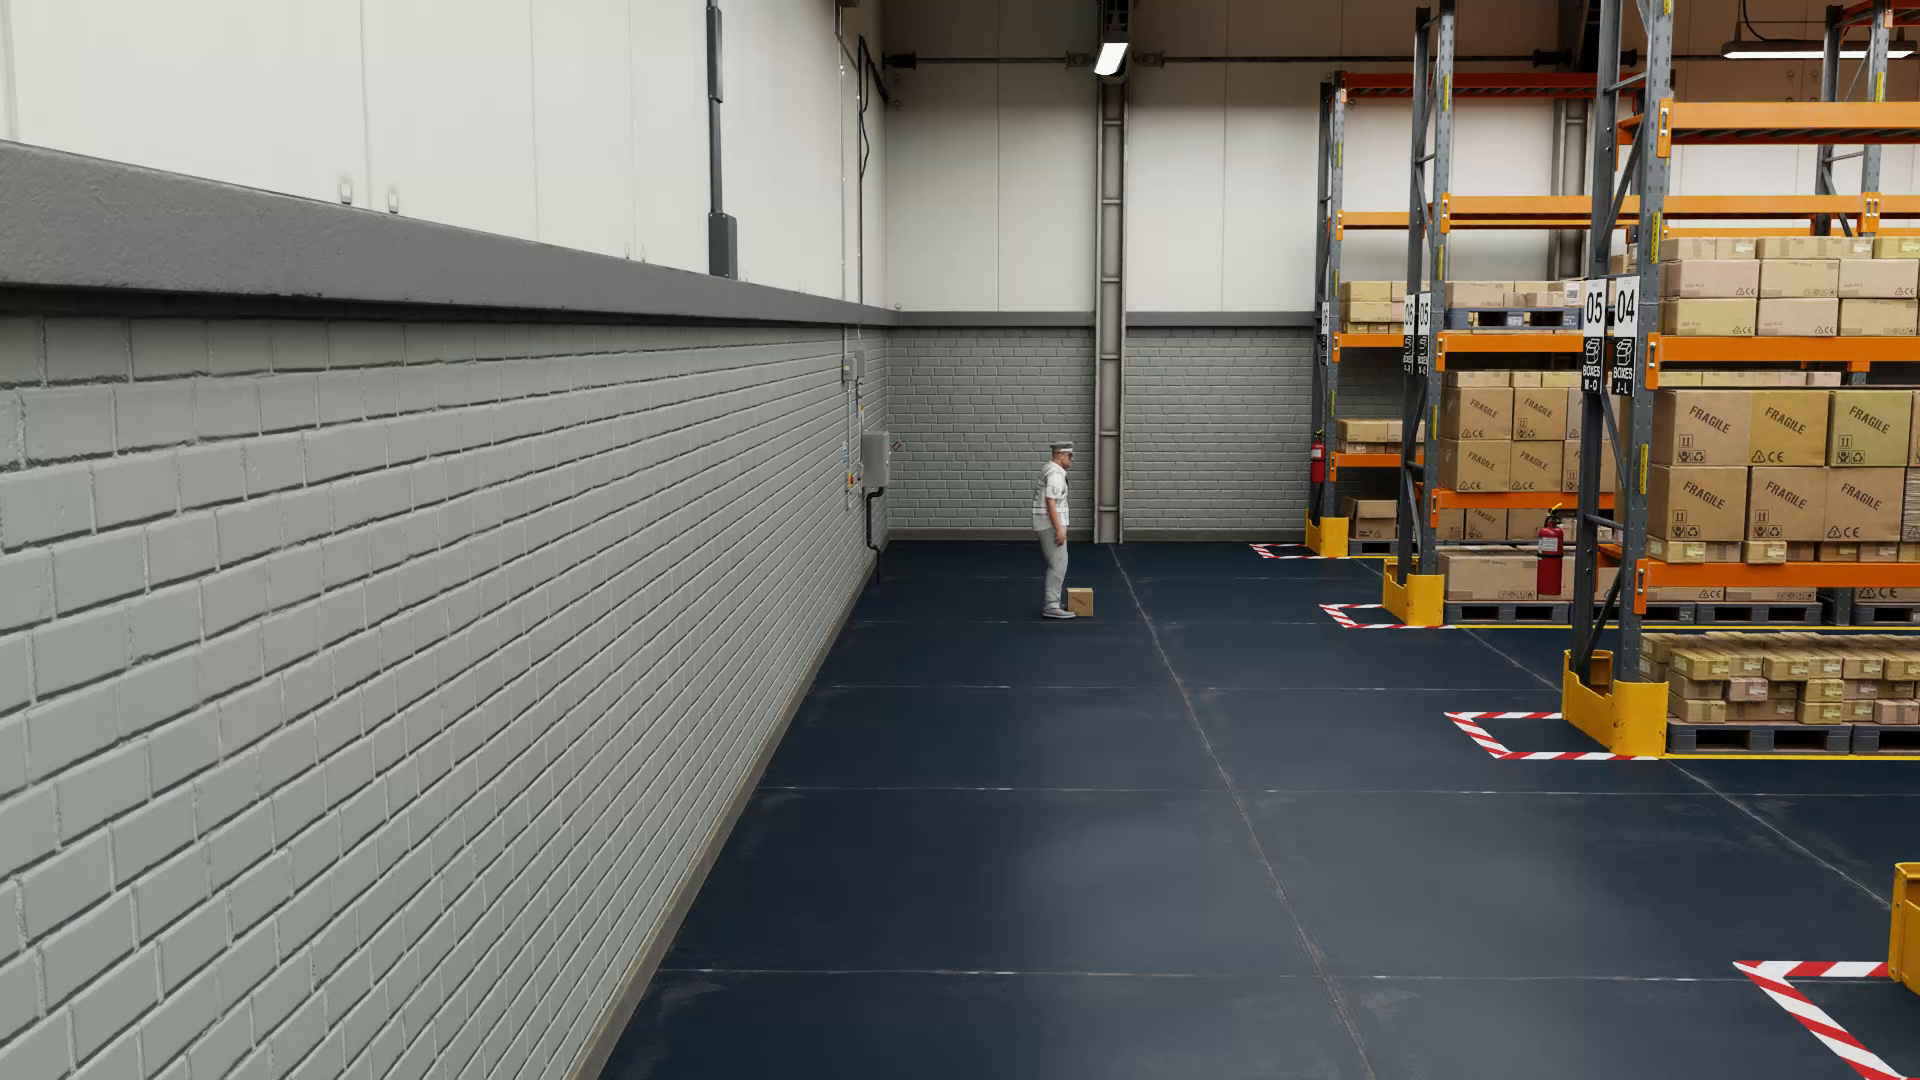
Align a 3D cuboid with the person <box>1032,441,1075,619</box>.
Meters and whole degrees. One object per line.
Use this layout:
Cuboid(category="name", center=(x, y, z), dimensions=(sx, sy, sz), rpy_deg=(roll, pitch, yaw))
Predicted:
Cuboid(category="person", center=(0.950, -0.118, 16.668), dimensions=(0.465, 1.749, 0.585), rpy_deg=(0, 7, 2))
